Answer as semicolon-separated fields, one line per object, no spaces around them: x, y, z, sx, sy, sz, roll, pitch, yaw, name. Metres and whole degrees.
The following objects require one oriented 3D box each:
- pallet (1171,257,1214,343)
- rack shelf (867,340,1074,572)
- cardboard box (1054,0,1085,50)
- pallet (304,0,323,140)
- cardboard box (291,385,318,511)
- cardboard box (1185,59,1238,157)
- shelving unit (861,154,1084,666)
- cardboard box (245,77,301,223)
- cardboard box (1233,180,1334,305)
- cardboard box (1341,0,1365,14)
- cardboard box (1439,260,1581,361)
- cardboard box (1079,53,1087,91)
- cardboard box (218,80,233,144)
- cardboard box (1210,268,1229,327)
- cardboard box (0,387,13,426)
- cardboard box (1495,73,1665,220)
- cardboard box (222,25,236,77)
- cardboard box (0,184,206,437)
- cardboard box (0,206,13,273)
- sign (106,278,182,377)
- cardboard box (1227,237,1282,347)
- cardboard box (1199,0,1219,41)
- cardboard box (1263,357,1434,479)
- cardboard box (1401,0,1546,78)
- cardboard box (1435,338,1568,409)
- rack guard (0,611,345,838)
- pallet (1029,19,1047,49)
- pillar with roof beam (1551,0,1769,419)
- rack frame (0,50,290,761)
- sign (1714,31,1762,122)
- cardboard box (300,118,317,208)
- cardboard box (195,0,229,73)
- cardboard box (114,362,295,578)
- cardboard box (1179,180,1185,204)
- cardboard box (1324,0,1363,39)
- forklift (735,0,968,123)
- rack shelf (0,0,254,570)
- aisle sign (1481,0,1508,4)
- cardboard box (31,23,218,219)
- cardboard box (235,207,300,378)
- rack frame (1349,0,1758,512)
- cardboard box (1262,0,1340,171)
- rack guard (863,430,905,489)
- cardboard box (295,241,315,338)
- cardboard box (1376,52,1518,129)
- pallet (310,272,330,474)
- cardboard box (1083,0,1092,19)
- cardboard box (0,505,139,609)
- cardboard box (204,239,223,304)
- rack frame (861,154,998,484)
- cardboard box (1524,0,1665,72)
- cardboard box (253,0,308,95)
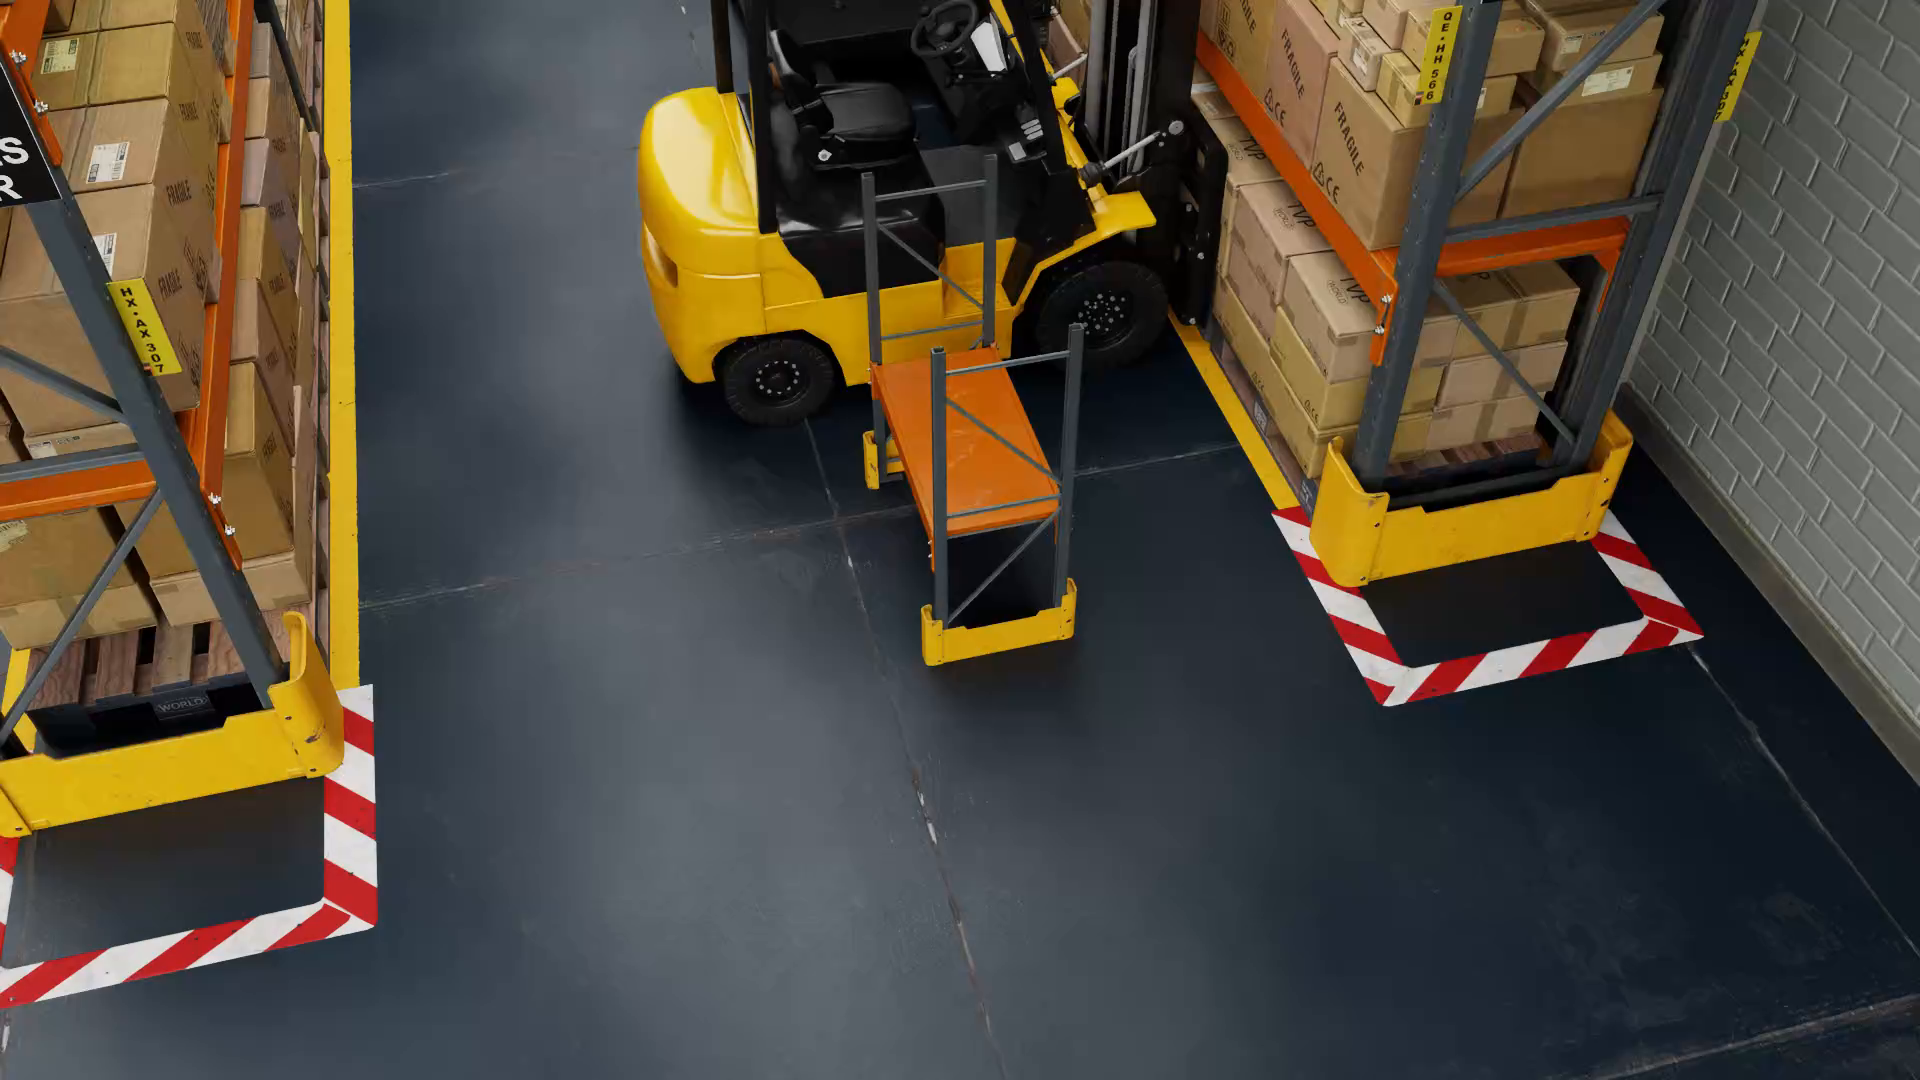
1.461;-1.479;8.052;1.003;0.211;1.213;-11;47;-10;pallet
0.022;-0.340;6.285;0.538;0.185;1.000;-11;47;-10;rack shelf
0.808;-2.825;8.700;0.500;0.250;0.500;-11;47;-11;cardboard box
-4.016;-2.507;9.059;1.003;0.211;1.213;-11;47;-10;pallet
-2.854;-0.330;6.604;0.500;0.250;0.500;-9;46;-9;cardboard box
1.189;-1.939;7.481;0.500;0.250;0.500;-12;47;-11;cardboard box
0.020;-0.472;6.163;0.587;1.500;1.083;-11;47;-10;shelving unit
-3.272;-1.683;7.405;0.500;0.500;0.500;-10;46;-10;cardboard box
1.450;-1.241;6.797;0.500;0.250;0.500;-10;46;-10;cardboard box
1.525;-2.010;5.887;0.380;0.149;0.250;-10;46;-9;cardboard box
2.066;-0.995;6.556;0.500;0.250;0.500;-11;47;-11;cardboard box
0.931;-2.298;8.533;0.500;0.250;0.500;-12;47;-11;cardboard box
-3.037;-1.638;6.431;0.380;0.149;0.250;-10;46;-10;cardboard box
1.343;-1.238;7.494;0.500;0.250;0.500;-10;46;-10;cardboard box
-3.196;-0.648;5.006;0.500;0.500;0.500;-11;47;-11;cardboard box
2.148;-1.522;6.071;0.500;0.500;0.500;-9;46;-9;cardboard box
-3.175;-1.991;6.777;0.380;0.149;0.250;-11;47;-11;cardboard box
-2.644;-0.701;5.059;0.500;0.500;0.500;-11;47;-11;cardboard box
-3.133;-0.986;4.638;0.700;0.500;0.500;-12;47;-11;cardboard box
-2.267;-0.587;4.618;0.100;0.325;0.005;-11;47;-10;sign
1.462;-1.081;6.990;0.500;0.250;0.500;-11;47;-11;cardboard box
1.232;-2.480;7.010;0.500;0.500;0.500;-10;46;-10;cardboard box
1.581;-0.546;6.816;0.500;0.250;0.500;-10;46;-10;cardboard box
1.711;-1.669;5.553;0.380;0.149;0.250;-11;47;-10;cardboard box
2.087;-0.817;6.731;0.500;0.250;0.500;-10;46;-10;cardboard box
-2.811;0.638;5.774;1.175;0.500;0.348;-11;47;-10;rack guard
0.756;-3.382;9.916;1.003;0.211;1.213;-11;47;-10;pallet
-1.462;-3.053;3.441;9.100;9.000;0.400;-11;47;-10;pillar with roof beam
-2.791;-0.184;4.830;1.000;3.000;0.127;-11;47;-10;rack frame
2.544;-1.522;5.480;0.100;0.325;0.005;-11;47;-10;sign
-3.404;-1.771;8.017;0.500;0.250;0.500;-9;46;-9;cardboard box
-3.185;-2.112;6.441;0.500;0.500;0.500;-10;46;-9;cardboard box
-2.737;-0.255;6.006;0.500;0.500;0.500;-12;47;-12;cardboard box
1.184;-1.780;7.675;0.500;0.250;0.500;-11;47;-10;cardboard box
1.545;-1.906;5.993;0.380;0.149;0.250;-10;46;-10;cardboard box
-0.611;-3.814;8.436;1.130;2.935;3.031;-12;47;-12;forklift
-3.303;-1.313;6.440;1.077;0.370;4.000;-11;47;-10;rack shelf
1.739;-1.905;4.697;0.394;0.787;0.004;-11;47;-10;aisle sign
-2.912;-1.410;5.753;0.500;0.500;0.500;-12;47;-11;cardboard box
-2.995;-0.963;6.700;0.500;0.500;0.500;-10;46;-10;cardboard box
2.006;-1.094;5.722;1.000;3.000;0.127;-11;47;-10;rack frame
1.503;-1.781;6.325;0.500;0.500;0.500;-9;46;-9;cardboard box
-0.108;-0.379;6.946;0.587;0.250;0.087;-11;47;-10;rack guard
-3.132;-1.054;7.314;0.500;0.250;0.500;-10;46;-10;cardboard box
1.647;-1.545;5.639;0.380;0.149;0.250;-10;46;-10;cardboard box
-3.293;-0.669;7.258;1.003;0.211;1.213;-11;47;-10;pallet
0.924;-2.644;8.172;0.500;0.250;0.500;-11;47;-10;cardboard box
-3.248;-0.137;5.890;0.500;0.500;0.500;-10;46;-10;cardboard box
-2.766;-0.922;5.729;0.380;0.149;0.250;-10;46;-10;cardboard box
-0.108;-0.817;6.501;0.500;1.500;0.032;-11;47;-10;rack frame
2.127;-1.731;5.614;0.380;0.149;0.250;-12;47;-11;cardboard box
-3.952;-2.535;8.680;0.950;0.372;0.625;-10;46;-10;cardboard box
